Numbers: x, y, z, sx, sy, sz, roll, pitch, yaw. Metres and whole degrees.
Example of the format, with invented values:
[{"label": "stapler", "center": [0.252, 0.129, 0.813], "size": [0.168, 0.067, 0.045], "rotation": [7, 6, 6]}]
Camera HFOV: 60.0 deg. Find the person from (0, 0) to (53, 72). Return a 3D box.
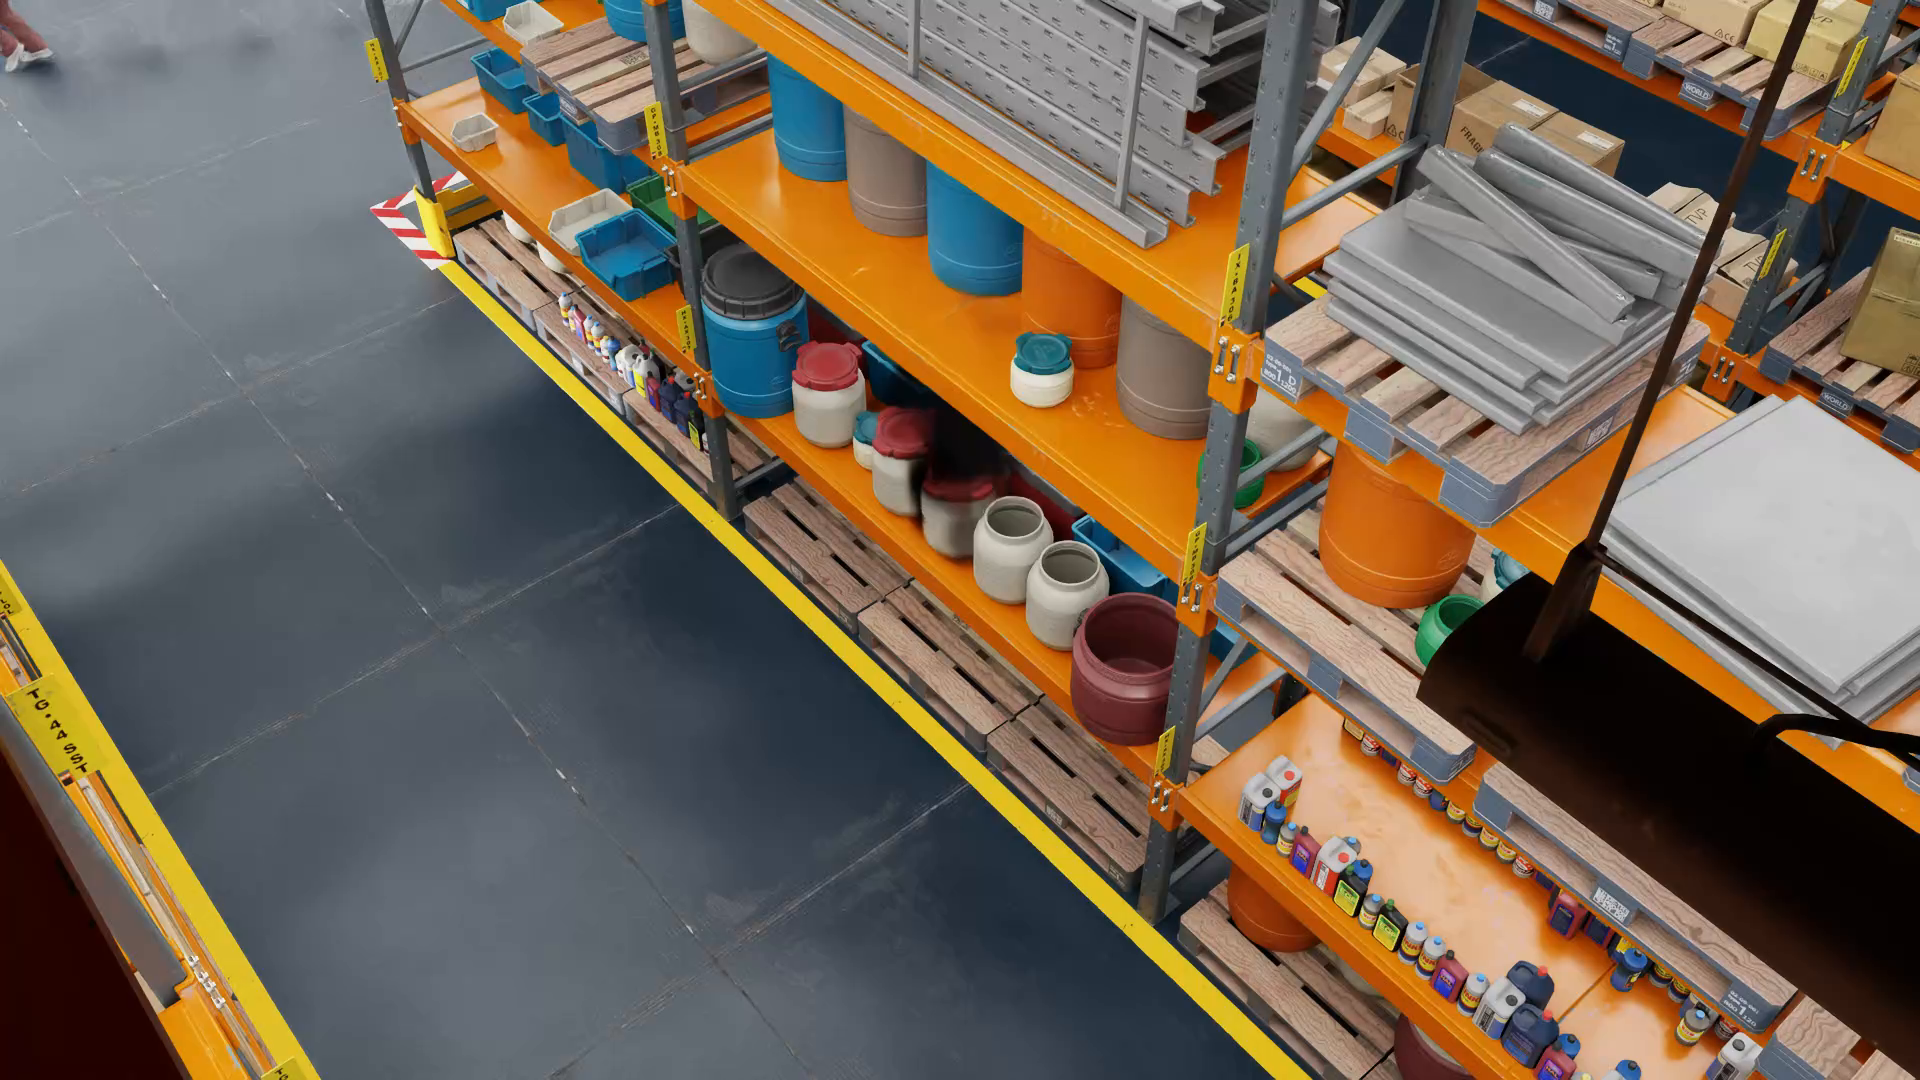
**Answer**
[{"label": "person", "center": [-8.526, -4.875, 14.469], "size": [0.620, 1.678, 0.561], "rotation": [-9, 47, -9]}]
